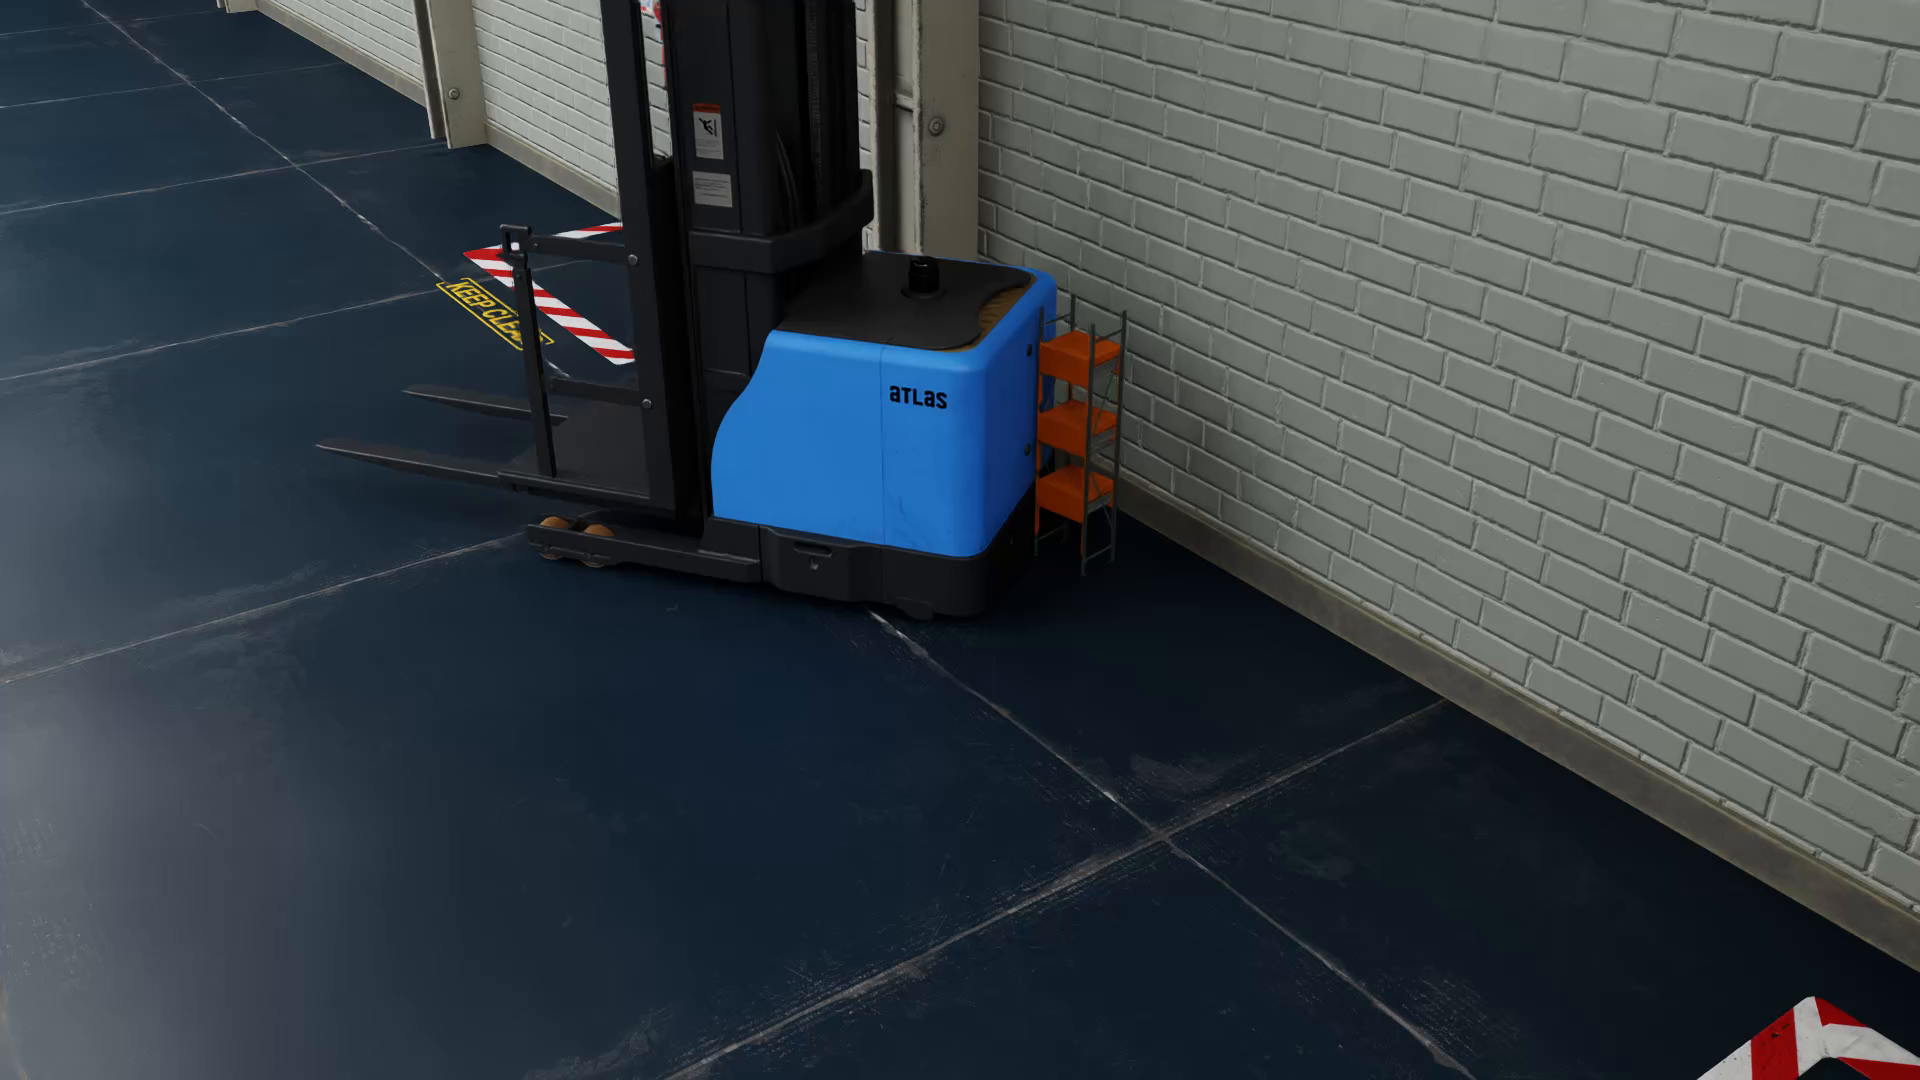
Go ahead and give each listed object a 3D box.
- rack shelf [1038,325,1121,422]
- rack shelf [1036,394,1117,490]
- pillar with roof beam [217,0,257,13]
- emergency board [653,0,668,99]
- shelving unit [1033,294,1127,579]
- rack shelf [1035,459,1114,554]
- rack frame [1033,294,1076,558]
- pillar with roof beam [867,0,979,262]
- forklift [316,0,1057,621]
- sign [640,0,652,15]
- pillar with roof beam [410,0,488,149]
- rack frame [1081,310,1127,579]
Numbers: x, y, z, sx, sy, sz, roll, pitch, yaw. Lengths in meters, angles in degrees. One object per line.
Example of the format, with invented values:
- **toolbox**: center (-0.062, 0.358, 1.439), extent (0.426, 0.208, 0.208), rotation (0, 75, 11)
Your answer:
- **rack shelf**: center (0.452, -0.627, 6.232), extent (0.240, 0.259, 0.215), rotation (24, 37, 37)
- **rack shelf**: center (0.452, -0.377, 6.367), extent (0.240, 0.259, 0.215), rotation (24, 37, 37)
- **pillar with roof beam**: center (-10.624, -8.014, 12.077), extent (9.100, 9.000, 0.400), rotation (-19, 34, -31)
- **emergency board**: center (-1.558, -2.876, 8.902), extent (0.194, 1.169, 0.643), rotation (-19, 34, -31)
- **shelving unit**: center (0.452, -0.387, 6.362), extent (0.252, 1.050, 0.215), rotation (24, 37, 37)
- **rack shelf**: center (0.452, -0.133, 6.500), extent (0.240, 0.259, 0.215), rotation (24, 37, 37)
- **rack frame**: center (0.363, -0.426, 6.435), extent (0.008, 1.050, 0.200), rotation (24, 37, 37)
- **pillar with roof beam**: center (-3.663, -3.349, 3.488), extent (9.100, 9.000, 0.400), rotation (-19, 34, -31)
- **forklift**: center (-1.185, -1.405, 6.266), extent (3.031, 2.935, 1.130), rotation (9, 30, 17)
- **sign**: center (-1.795, -3.135, 9.342), extent (0.001, 0.329, 0.234), rotation (-19, 34, -31)
- **pillar with roof beam**: center (-7.143, -5.682, 7.783), extent (9.100, 9.000, 0.400), rotation (-19, 34, -31)
- **rack frame**: center (0.541, -0.347, 6.289), extent (0.008, 1.050, 0.200), rotation (24, 37, 37)
